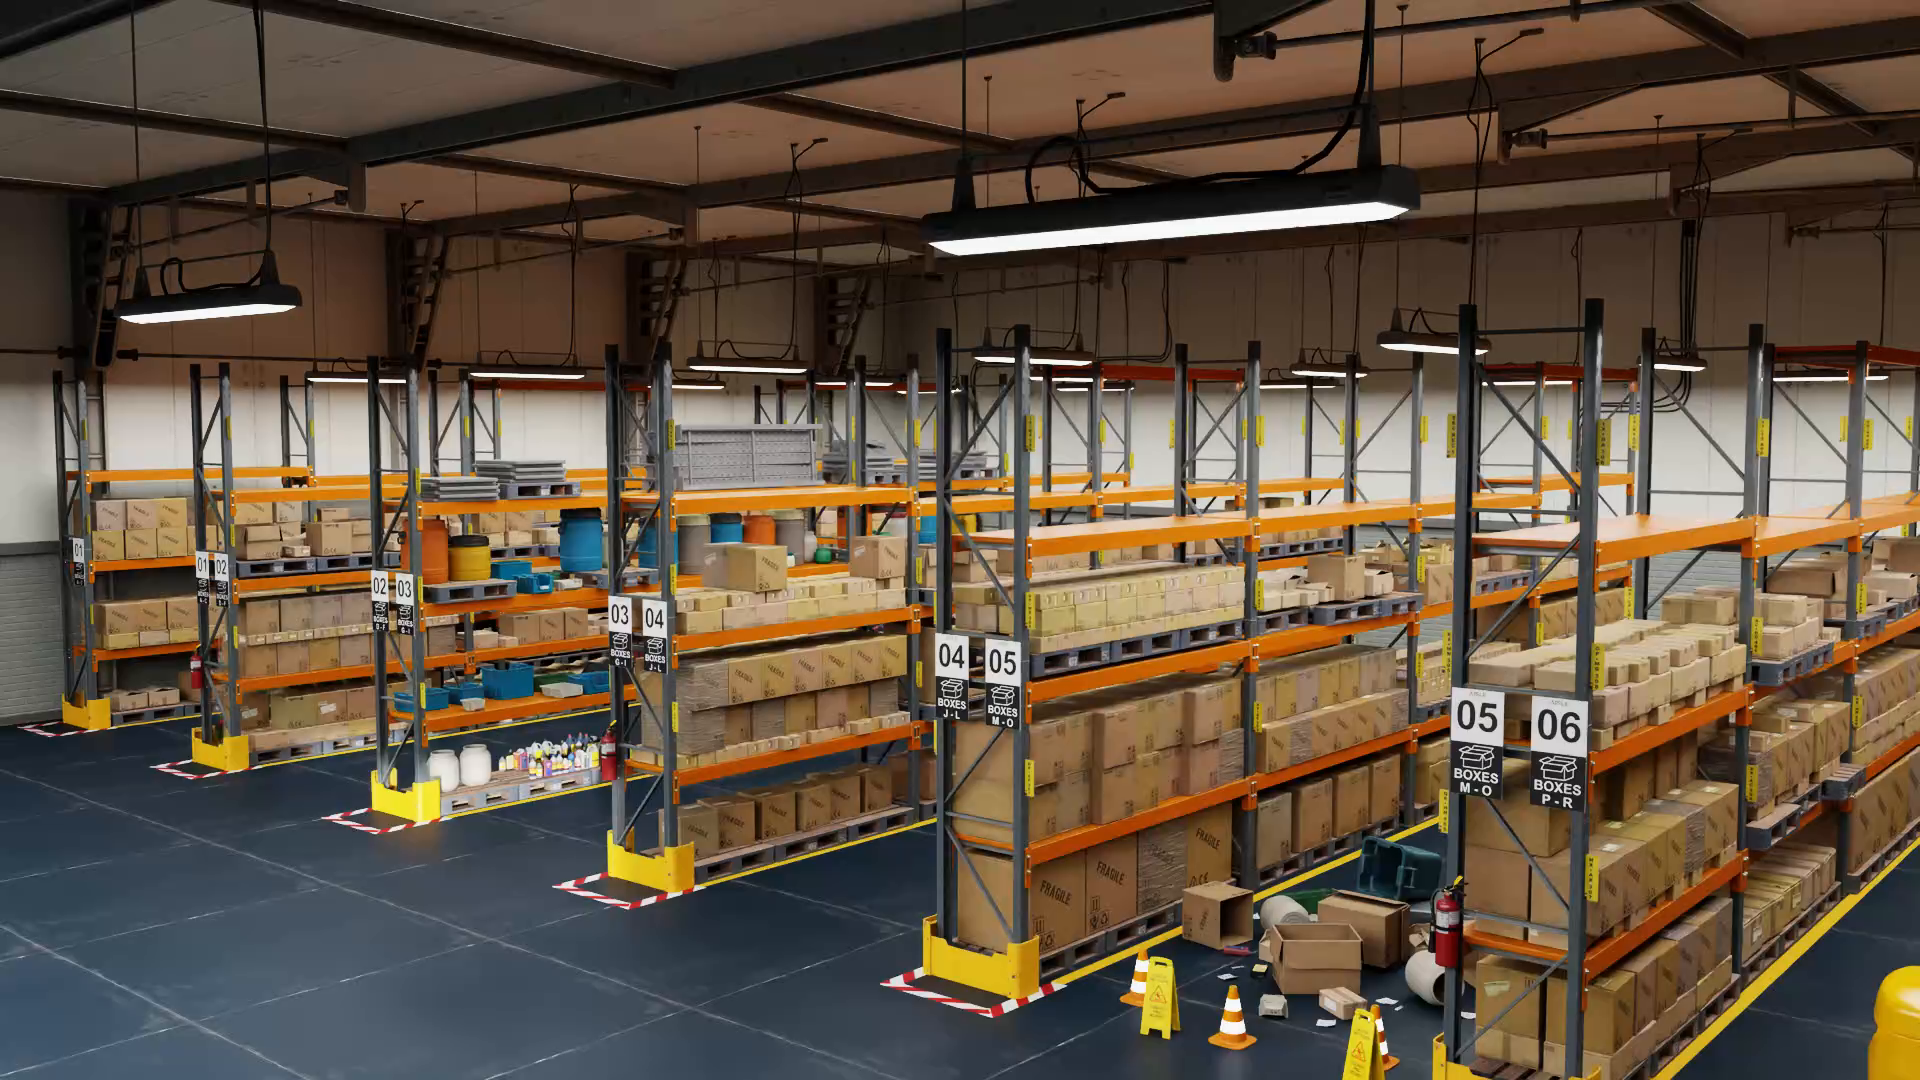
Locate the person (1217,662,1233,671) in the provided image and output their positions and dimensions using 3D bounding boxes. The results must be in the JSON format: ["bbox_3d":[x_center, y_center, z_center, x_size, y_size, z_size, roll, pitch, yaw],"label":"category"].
[{"bbox_3d":[4.136,2.592,24.927,0.588,1.630,0.930,3,5,35],"label":"person"}]

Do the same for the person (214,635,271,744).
[{"bbox_3d":[-11.563,2.368,26.611,0.658,1.773,1.135,3,5,38],"label":"person"}]

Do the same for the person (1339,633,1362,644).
[{"bbox_3d":[7.603,1.920,33.104,0.712,1.743,0.719,-2,5,-24],"label":"person"}]
